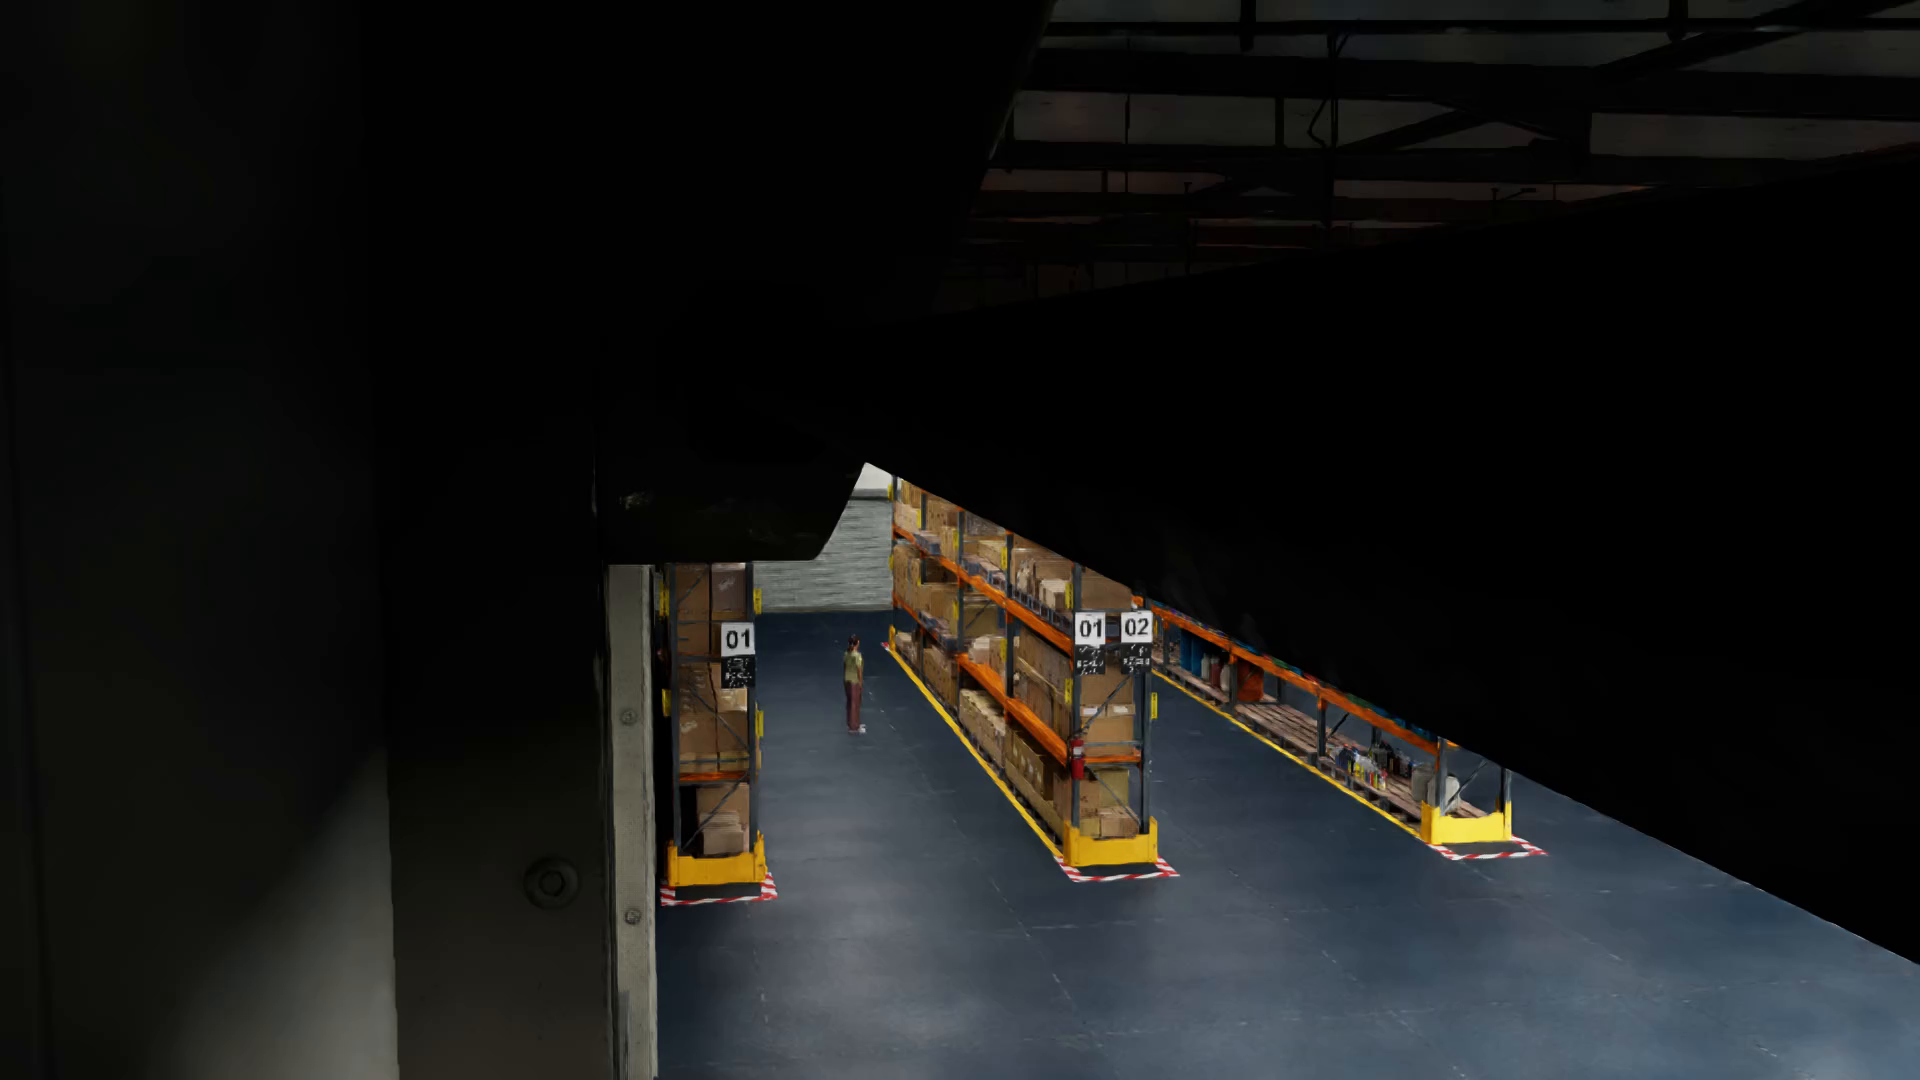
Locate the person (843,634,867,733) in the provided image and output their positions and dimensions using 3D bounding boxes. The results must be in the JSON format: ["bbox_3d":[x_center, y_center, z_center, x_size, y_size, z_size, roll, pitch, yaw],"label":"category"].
[{"bbox_3d":[-1.766,2.430,28.294,0.445,1.674,0.495,-5,8,-38],"label":"person"}]

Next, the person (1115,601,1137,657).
[{"bbox_3d":[3.432,1.807,34.381,0.488,1.624,0.932,1,6,13],"label":"person"}]
